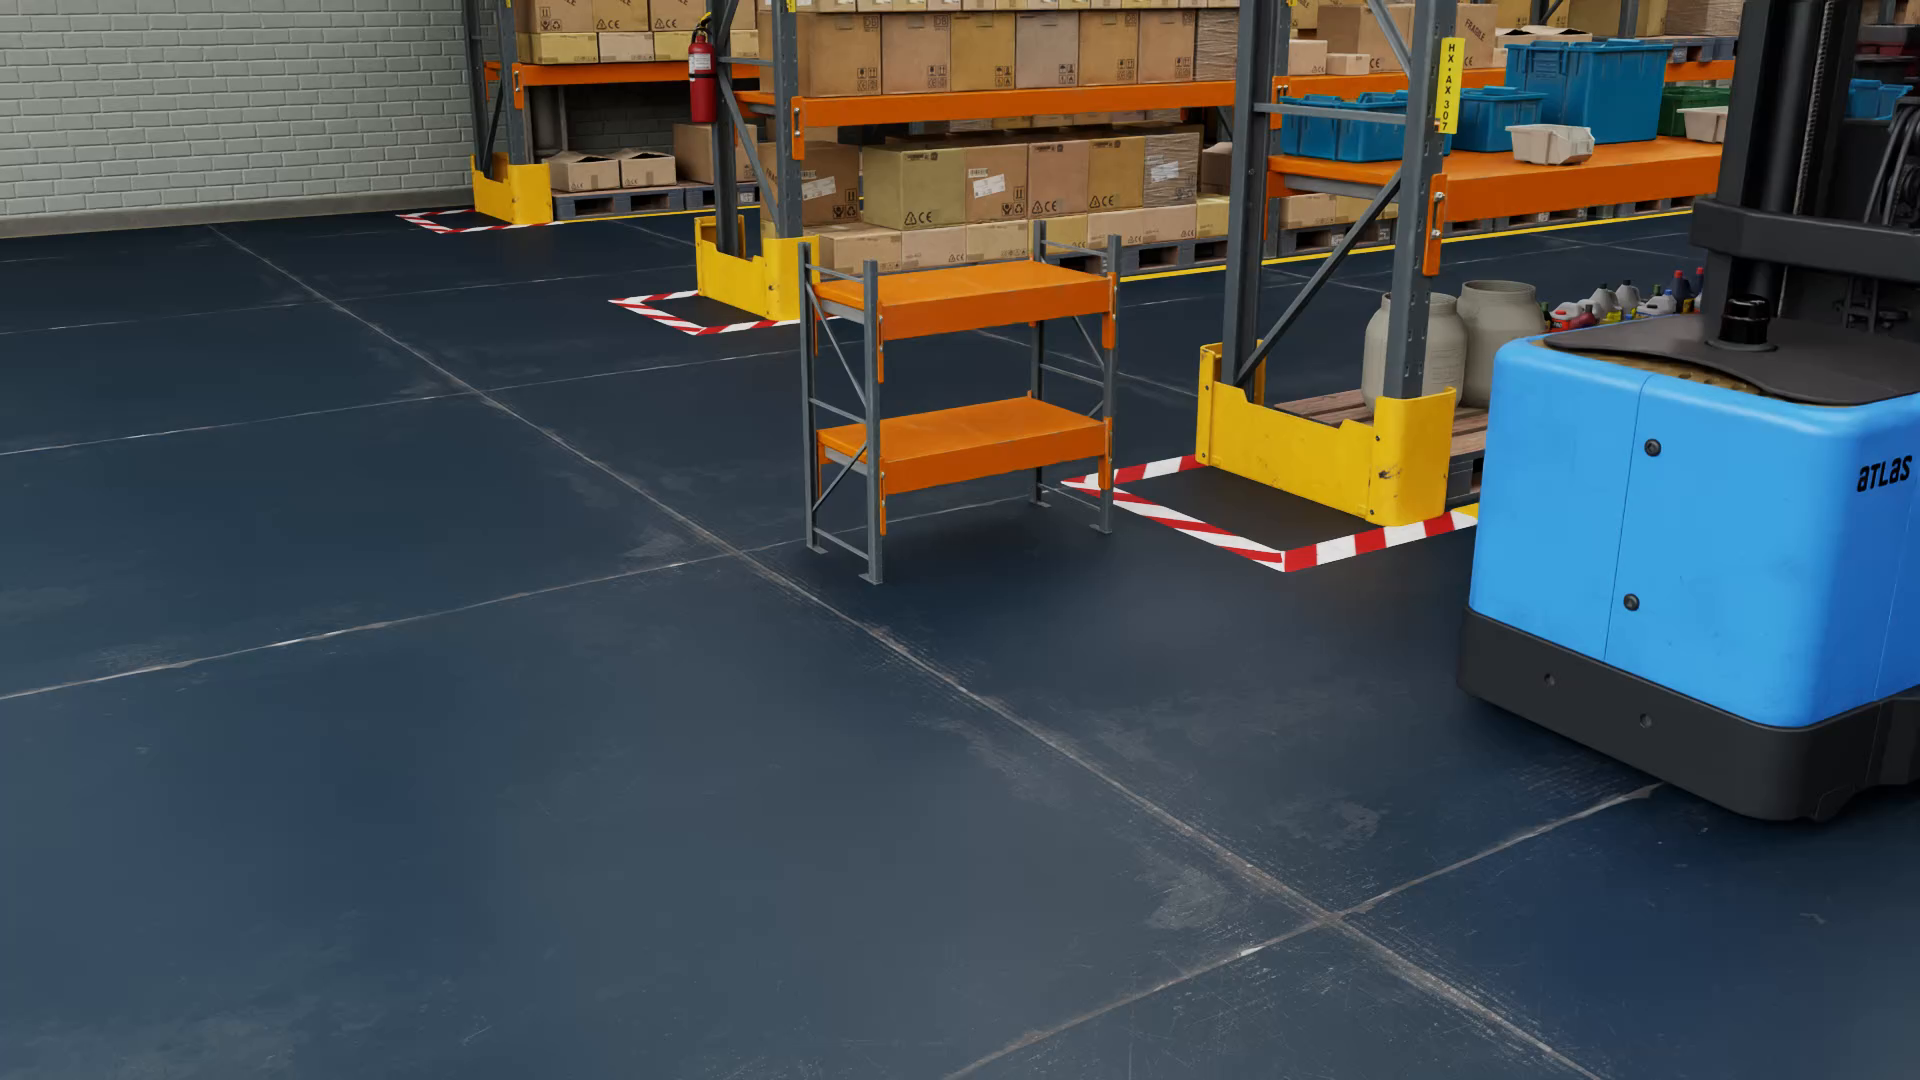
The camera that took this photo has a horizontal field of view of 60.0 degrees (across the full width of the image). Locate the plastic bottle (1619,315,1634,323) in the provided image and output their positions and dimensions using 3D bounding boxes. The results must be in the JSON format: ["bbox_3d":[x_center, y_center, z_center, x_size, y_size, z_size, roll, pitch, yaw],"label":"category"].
[{"bbox_3d":[3.306,-1.015,8.245,0.097,0.201,0.097,0,19,0],"label":"plastic bottle"}]

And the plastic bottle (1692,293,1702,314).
[{"bbox_3d":[3.816,-1.156,8.552,0.097,0.271,0.097,0,19,0],"label":"plastic bottle"}]

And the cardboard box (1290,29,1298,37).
[{"bbox_3d":[3.551,-5.636,18.593,0.250,0.149,0.380,-11,22,-30],"label":"cardboard box"}]

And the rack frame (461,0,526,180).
[{"bbox_3d":[-4.016,-4.274,14.203,0.127,3.000,1.000,-12,22,-31],"label":"rack frame"}]

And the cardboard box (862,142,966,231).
[{"bbox_3d":[-0.302,-2.325,10.904,0.500,0.500,0.500,-12,22,-31],"label":"cardboard box"}]

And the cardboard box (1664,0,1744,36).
[{"bbox_3d":[6.725,-4.856,15.114,0.500,0.500,0.700,-8,20,-21],"label":"cardboard box"}]

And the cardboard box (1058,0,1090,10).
[{"bbox_3d":[0.661,-3.633,11.138,0.250,0.149,0.380,-11,22,-30],"label":"cardboard box"}]

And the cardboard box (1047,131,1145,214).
[{"bbox_3d":[0.945,-2.592,11.694,0.500,0.500,0.500,-12,22,-31],"label":"cardboard box"}]

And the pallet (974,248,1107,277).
[{"bbox_3d":[0.345,-1.988,11.796,1.213,0.211,1.003,-12,22,-31],"label":"pallet"}]

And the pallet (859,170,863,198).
[{"bbox_3d":[-1.217,-3.530,16.356,1.213,0.211,1.003,-12,22,-31],"label":"pallet"}]

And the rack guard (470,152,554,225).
[{"bbox_3d":[-3.953,-3.103,14.643,0.348,0.500,1.175,-12,22,-31],"label":"rack guard"}]

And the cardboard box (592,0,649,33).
[{"bbox_3d":[-3.034,-4.656,14.365,0.500,0.500,0.500,-12,22,-31],"label":"cardboard box"}]

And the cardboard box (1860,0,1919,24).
[{"bbox_3d":[9.309,-5.128,16.572,0.500,0.500,0.500,-11,22,-30],"label":"cardboard box"}]

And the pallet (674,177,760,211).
[{"bbox_3d":[-2.237,-3.314,15.717,1.213,0.211,1.003,-12,22,-31],"label":"pallet"}]

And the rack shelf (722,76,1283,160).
[{"bbox_3d":[0.382,-2.961,11.443,4.000,0.370,1.077,-12,22,-31],"label":"rack shelf"}]

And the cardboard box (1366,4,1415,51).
[{"bbox_3d":[3.561,-4.013,13.277,0.500,0.500,0.500,-12,22,-31],"label":"cardboard box"}]

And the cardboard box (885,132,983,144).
[{"bbox_3d":[-0.177,-2.555,11.587,0.500,0.500,0.500,-12,22,-31],"label":"cardboard box"}]

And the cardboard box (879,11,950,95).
[{"bbox_3d":[-0.456,-3.170,10.781,0.500,0.500,0.700,-11,22,-30],"label":"cardboard box"}]

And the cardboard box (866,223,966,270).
[{"bbox_3d":[-0.303,-1.970,11.026,0.500,0.250,0.500,-12,22,-31],"label":"cardboard box"}]

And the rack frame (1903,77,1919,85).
[{"bbox_3d":[4.773,-2.329,8.449,0.127,3.000,1.000,-12,22,-31],"label":"rack frame"}]

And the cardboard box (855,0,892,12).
[{"bbox_3d":[-0.624,-3.363,10.340,0.250,0.149,0.380,-13,22,-33],"label":"cardboard box"}]

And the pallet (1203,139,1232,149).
[{"bbox_3d":[3.365,-4.481,19.169,1.213,0.211,1.003,-12,22,-31],"label":"pallet"}]

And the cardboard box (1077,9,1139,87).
[{"bbox_3d":[0.827,-3.440,11.580,0.500,0.500,0.700,-12,22,-31],"label":"cardboard box"}]

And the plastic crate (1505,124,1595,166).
[{"bbox_3d":[2.357,-1.571,6.619,0.250,0.136,0.298,-12,22,-31],"label":"plastic crate"}]

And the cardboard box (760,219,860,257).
[{"bbox_3d":[-1.003,-2.019,11.172,0.500,0.250,0.500,-12,22,-31],"label":"cardboard box"}]

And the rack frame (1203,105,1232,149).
[{"bbox_3d":[2.665,-5.683,18.372,0.127,3.000,1.000,-12,22,-31],"label":"rack frame"}]

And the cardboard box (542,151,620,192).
[{"bbox_3d":[-3.389,-3.306,14.853,0.500,0.311,0.500,-15,24,-37],"label":"cardboard box"}]

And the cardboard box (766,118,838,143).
[{"bbox_3d":[-1.520,-3.809,16.045,0.500,0.500,0.500,-14,23,-35],"label":"cardboard box"}]

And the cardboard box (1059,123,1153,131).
[{"bbox_3d":[1.079,-2.818,12.363,0.500,0.500,0.500,-12,22,-31],"label":"cardboard box"}]

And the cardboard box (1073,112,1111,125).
[{"bbox_3d":[1.199,-4.412,17.827,0.500,0.500,0.700,-12,22,-32],"label":"cardboard box"}]

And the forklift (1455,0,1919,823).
[{"bbox_3d":[2.952,-1.027,4.706,3.031,2.935,1.130,-11,22,-30],"label":"forklift"}]

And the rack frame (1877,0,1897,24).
[{"bbox_3d":[8.733,-5.063,16.538,0.127,3.000,1.000,-12,22,-31],"label":"rack frame"}]

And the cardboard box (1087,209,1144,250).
[{"bbox_3d":[0.952,-2.233,11.804,0.500,0.250,0.500,-12,22,-31],"label":"cardboard box"}]

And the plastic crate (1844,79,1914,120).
[{"bbox_3d":[3.998,-1.991,7.682,0.616,0.251,0.499,-12,22,-31],"label":"plastic crate"}]

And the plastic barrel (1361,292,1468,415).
[{"bbox_3d":[1.940,-0.781,7.100,0.421,0.512,0.421,0,19,0],"label":"plastic barrel"}]

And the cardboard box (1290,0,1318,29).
[{"bbox_3d":[3.654,-5.988,18.621,0.500,0.500,0.500,-11,22,-30],"label":"cardboard box"}]

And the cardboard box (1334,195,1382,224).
[{"bbox_3d":[2.953,-2.645,13.023,0.500,0.250,0.500,-11,22,-30],"label":"cardboard box"}]

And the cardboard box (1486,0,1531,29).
[{"bbox_3d":[6.468,-6.621,20.677,0.700,0.700,0.980,-12,22,-31],"label":"cardboard box"}]

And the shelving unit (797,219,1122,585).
[{"bbox_3d":[0.006,-0.534,6.068,1.048,1.125,0.538,-12,22,-31],"label":"shelving unit"}]

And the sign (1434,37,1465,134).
[{"bbox_3d":[1.731,-1.607,5.883,0.005,0.325,0.100,-12,22,-31],"label":"sign"}]

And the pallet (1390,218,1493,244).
[{"bbox_3d":[3.666,-2.690,13.871,1.213,0.211,1.003,-12,22,-31],"label":"pallet"}]

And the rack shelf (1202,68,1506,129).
[{"bbox_3d":[3.722,-3.666,13.527,4.000,0.370,1.077,-12,22,-31],"label":"rack shelf"}]

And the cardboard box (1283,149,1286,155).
[{"bbox_3d":[2.534,-2.822,12.672,0.500,0.311,0.500,-12,22,-31],"label":"cardboard box"}]

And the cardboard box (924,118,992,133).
[{"bbox_3d":[-0.070,-4.137,17.014,0.500,0.500,0.700,-11,22,-30],"label":"cardboard box"}]

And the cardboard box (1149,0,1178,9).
[{"bbox_3d":[1.299,-3.767,11.536,0.250,0.149,0.380,-12,22,-32],"label":"cardboard box"}]

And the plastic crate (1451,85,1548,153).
[{"bbox_3d":[2.231,-1.835,7.220,0.408,0.251,0.499,-12,22,-31],"label":"plastic crate"}]

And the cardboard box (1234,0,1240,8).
[{"bbox_3d":[1.943,-3.904,11.939,0.250,0.149,0.380,-12,22,-31],"label":"cardboard box"}]

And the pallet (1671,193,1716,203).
[{"bbox_3d":[7.055,-3.373,15.892,1.213,0.211,1.003,-12,22,-31],"label":"pallet"}]

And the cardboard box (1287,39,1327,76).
[{"bbox_3d":[2.439,-3.682,12.685,0.500,0.250,0.500,-10,21,-28],"label":"cardboard box"}]

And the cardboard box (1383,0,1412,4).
[{"bbox_3d":[4.914,-6.258,19.420,0.500,0.500,0.500,-12,22,-31],"label":"cardboard box"}]

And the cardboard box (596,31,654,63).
[{"bbox_3d":[-3.008,-4.309,14.509,0.500,0.250,0.500,-13,22,-33],"label":"cardboard box"}]

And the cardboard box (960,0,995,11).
[{"bbox_3d":[0.019,-3.498,10.739,0.250,0.149,0.380,-13,23,-33],"label":"cardboard box"}]

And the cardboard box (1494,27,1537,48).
[{"bbox_3d":[4.539,-4.211,14.156,0.500,0.311,0.500,-12,22,-32],"label":"cardboard box"}]

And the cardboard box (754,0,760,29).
[{"bbox_3d":[-1.741,-4.931,15.179,0.500,0.500,0.500,-13,22,-33],"label":"cardboard box"}]

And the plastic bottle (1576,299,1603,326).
[{"bbox_3d":[3.067,-1.044,8.217,0.135,0.276,0.152,-13,22,-33],"label":"plastic bottle"}]

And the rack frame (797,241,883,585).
[{"bbox_3d":[-0.419,-0.445,5.803,0.032,1.125,0.500,-12,22,-31],"label":"rack frame"}]

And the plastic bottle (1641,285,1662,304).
[{"bbox_3d":[3.552,-1.168,8.570,0.133,0.283,0.061,-11,21,-29],"label":"plastic bottle"}]
